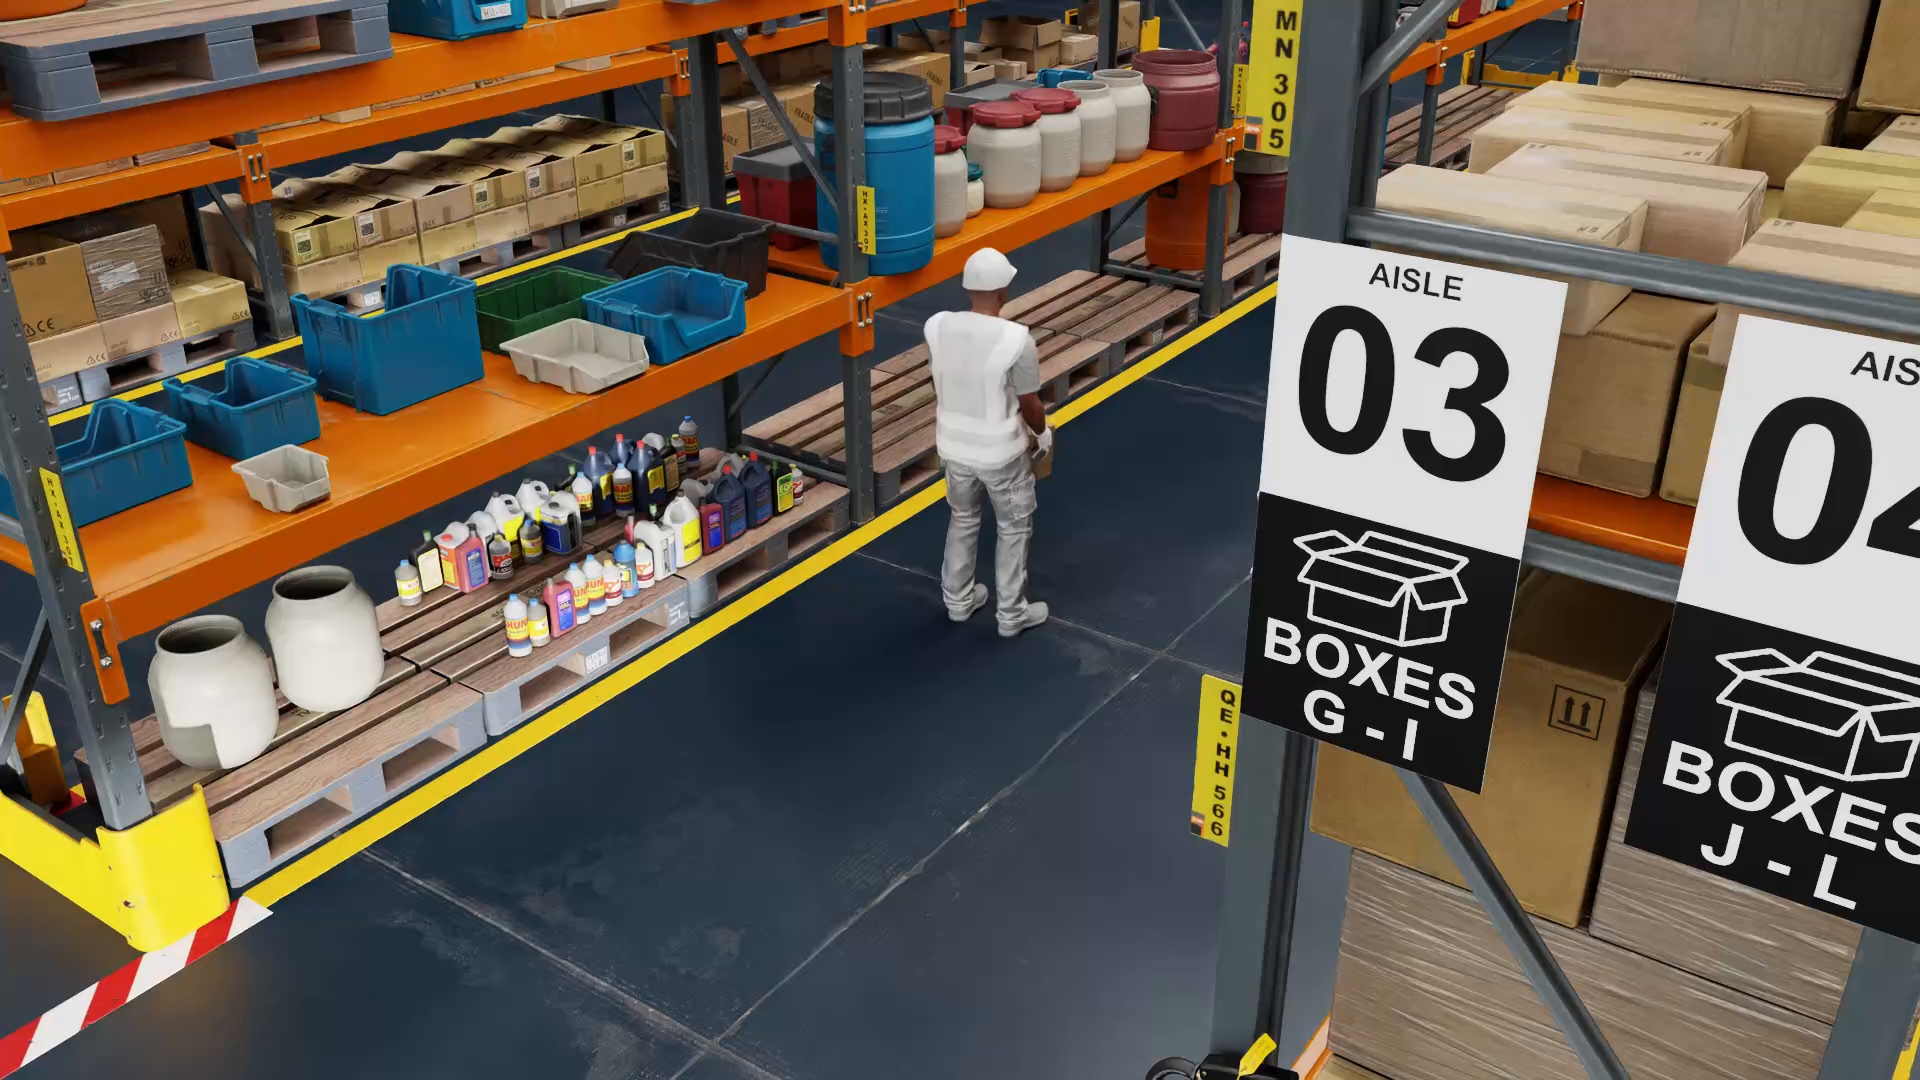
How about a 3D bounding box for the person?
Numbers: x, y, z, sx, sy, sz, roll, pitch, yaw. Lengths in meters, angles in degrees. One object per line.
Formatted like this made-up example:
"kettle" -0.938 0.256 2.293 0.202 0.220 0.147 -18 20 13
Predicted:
"person" 0.130 -0.436 7.458 0.557 1.786 0.456 17 31 30
